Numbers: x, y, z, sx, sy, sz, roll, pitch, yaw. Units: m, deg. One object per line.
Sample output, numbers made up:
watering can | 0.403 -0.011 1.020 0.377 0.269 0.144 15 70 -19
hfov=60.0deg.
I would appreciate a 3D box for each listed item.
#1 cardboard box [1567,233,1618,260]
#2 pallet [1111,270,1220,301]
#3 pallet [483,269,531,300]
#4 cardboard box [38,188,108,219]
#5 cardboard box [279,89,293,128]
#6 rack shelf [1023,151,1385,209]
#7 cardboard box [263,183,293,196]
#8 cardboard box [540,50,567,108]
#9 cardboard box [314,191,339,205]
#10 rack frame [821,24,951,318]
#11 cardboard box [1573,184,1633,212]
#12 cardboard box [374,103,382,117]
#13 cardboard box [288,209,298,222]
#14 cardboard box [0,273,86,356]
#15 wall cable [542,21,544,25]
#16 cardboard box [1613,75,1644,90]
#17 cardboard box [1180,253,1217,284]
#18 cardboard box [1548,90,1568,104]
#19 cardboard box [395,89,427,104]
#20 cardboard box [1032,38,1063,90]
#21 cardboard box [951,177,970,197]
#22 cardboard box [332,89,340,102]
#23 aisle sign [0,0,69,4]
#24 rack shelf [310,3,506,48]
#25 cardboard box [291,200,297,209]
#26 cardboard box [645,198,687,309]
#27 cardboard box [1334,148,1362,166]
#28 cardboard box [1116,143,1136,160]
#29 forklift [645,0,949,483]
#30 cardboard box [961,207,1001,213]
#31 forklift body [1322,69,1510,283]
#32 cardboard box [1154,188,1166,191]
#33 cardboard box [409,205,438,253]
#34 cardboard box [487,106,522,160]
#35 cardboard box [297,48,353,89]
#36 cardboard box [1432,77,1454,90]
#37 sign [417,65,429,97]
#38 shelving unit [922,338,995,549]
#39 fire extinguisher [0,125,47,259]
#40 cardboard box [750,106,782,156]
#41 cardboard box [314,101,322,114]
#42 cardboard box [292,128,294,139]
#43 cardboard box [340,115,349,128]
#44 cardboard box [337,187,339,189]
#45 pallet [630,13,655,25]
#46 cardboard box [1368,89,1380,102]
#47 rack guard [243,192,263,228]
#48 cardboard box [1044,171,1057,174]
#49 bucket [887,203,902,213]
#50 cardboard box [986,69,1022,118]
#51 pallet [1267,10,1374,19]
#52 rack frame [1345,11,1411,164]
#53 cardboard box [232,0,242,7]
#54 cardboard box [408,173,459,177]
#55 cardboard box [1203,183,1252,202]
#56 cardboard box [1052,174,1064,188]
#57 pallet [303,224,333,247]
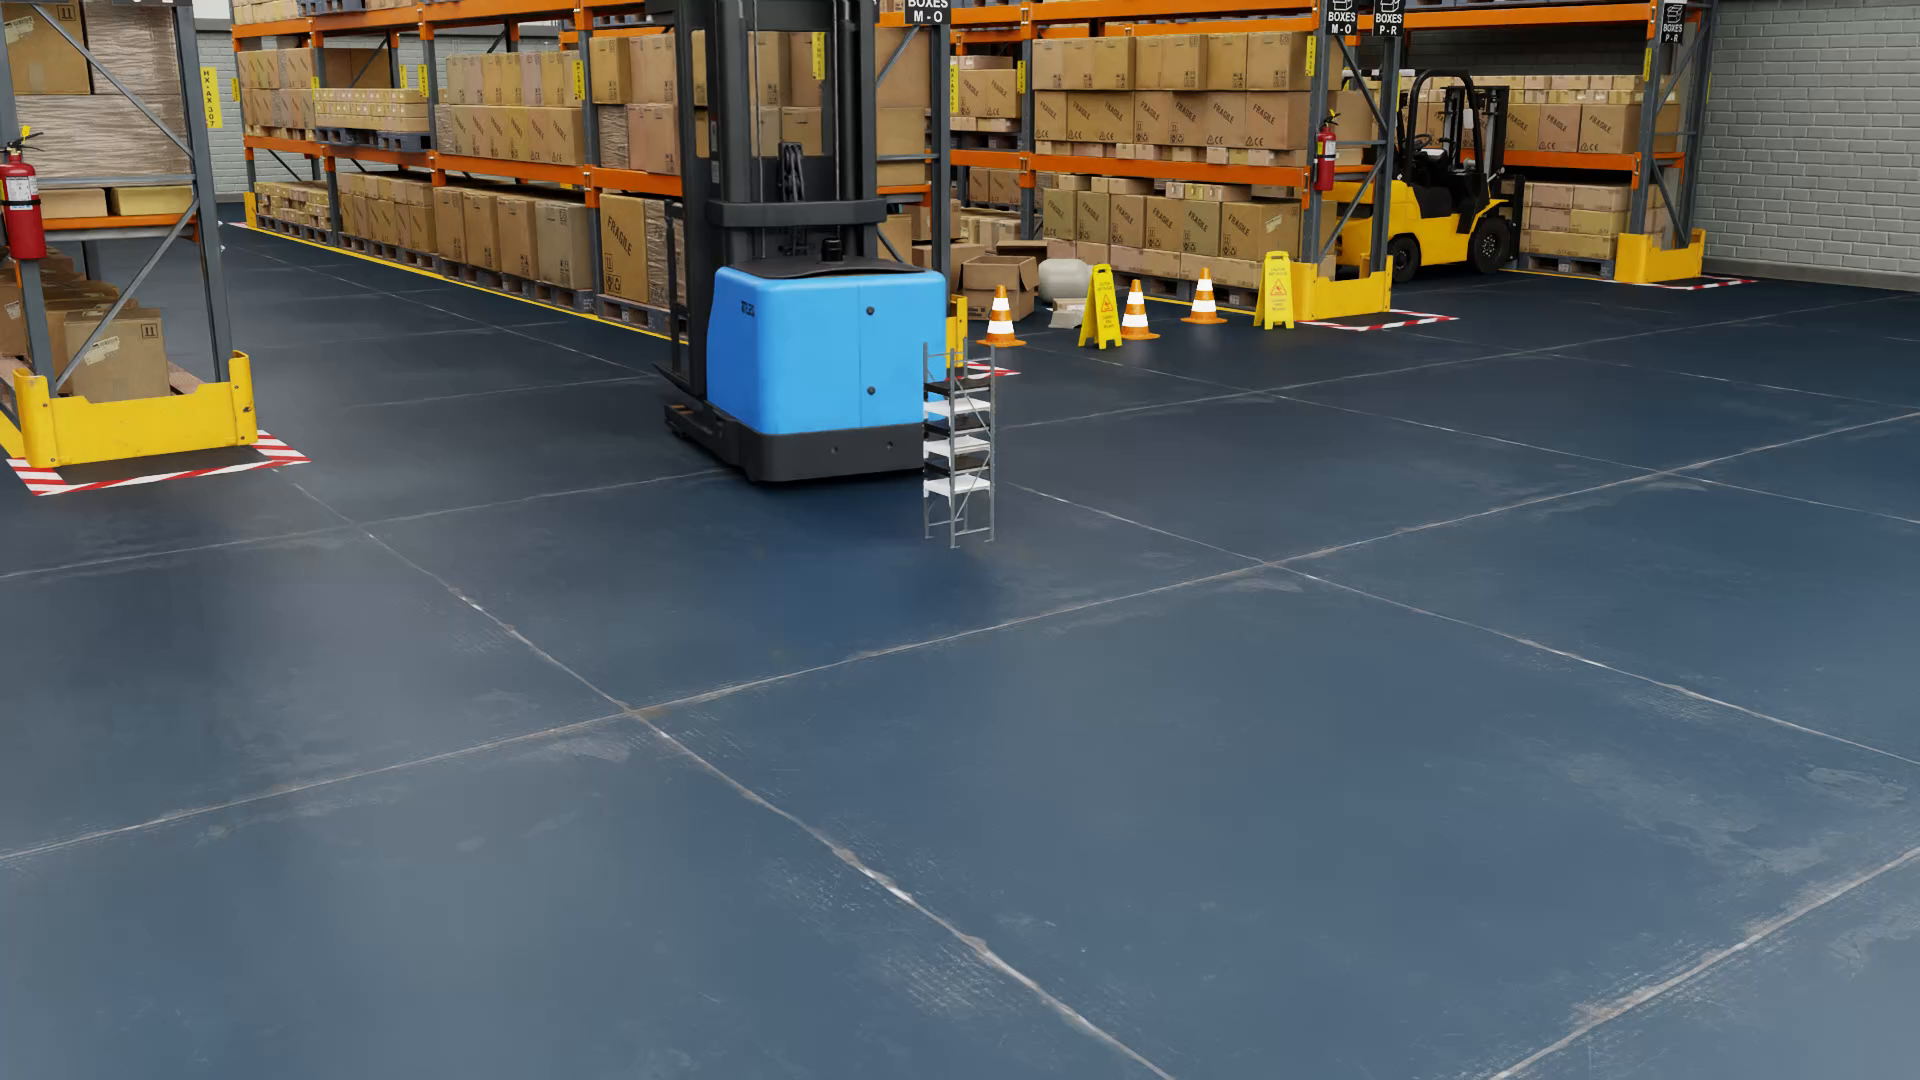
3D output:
cardboard box | 6.919 -3.176 17.910 0.500 0.250 0.500 -11 19 -34
pallet | 2.231 -2.587 16.630 1.003 0.211 1.213 -11 19 -35
pallet | -4.095 -2.610 16.712 1.003 0.211 1.213 -11 19 -35
cardboard box | -4.913 -1.846 9.116 0.380 0.149 0.250 -11 19 -35
cardboard box | -8.671 -5.718 22.033 0.500 0.500 0.500 -11 19 -35
rack shelf | 2.262 -3.557 16.253 1.077 0.370 4.000 -11 19 -35
cardboard box | -9.577 -4.940 23.419 0.380 0.149 0.250 -11 19 -35
cardboard box | -3.460 -4.286 15.471 0.700 0.500 0.500 -11 19 -35
cardboard box | -8.165 -4.448 21.623 0.380 0.149 0.250 -11 19 -34
rack frame | -0.507 -2.687 11.712 1.000 3.000 0.127 -11 19 -35
cardboard box | 6.927 -3.657 17.773 0.500 0.250 0.500 -10 18 -33
cardboard box | -6.331 -4.821 18.625 0.380 0.149 0.250 -11 19 -34
cardboard box | -8.945 -4.441 22.726 0.380 0.149 0.250 -11 19 -35
cardboard box | -6.385 -1.577 11.595 0.500 0.500 0.500 -5 16 -17
wall cable | -8.932 -11.074 30.991 2.355 3.000 0.029 -11 19 -35
cardboard box | 7.069 -4.797 17.437 0.380 0.149 0.250 -11 19 -34
cardboard box | 2.446 -2.596 15.792 0.500 0.250 0.500 -11 19 -34
cardboard box | 6.606 -4.809 18.048 0.380 0.149 0.250 -11 19 -35
cardboard box | -5.870 -4.797 17.975 0.380 0.149 0.250 -12 19 -37
cardboard box | 1.169 -4.877 17.068 0.700 0.500 0.500 -11 19 -35
cardboard box | 0.197 -5.894 27.727 0.500 0.311 0.500 -10 18 -33
cardboard box | -7.241 -5.295 19.793 0.380 0.149 0.250 -11 19 -35
aisle sign | -4.785 -3.133 8.416 0.394 0.787 0.004 -11 19 -35
rack shelf | -6.387 -5.922 19.212 1.077 0.370 4.000 -11 19 -35
cardboard box | -8.994 -4.652 22.932 0.380 0.149 0.250 -10 18 -32
cardboard box | -2.013 -2.382 13.826 0.875 0.875 0.875 -11 19 -34
cardboard box | 3.405 -3.460 15.013 0.380 0.149 0.250 -11 19 -34
cardboard box | 1.756 -3.818 16.320 0.380 0.149 0.250 -11 19 -34
forklift | -1.117 -2.050 9.513 1.130 2.935 3.031 -7 17 -23
cardboard box | -0.060 -3.679 19.518 0.950 0.372 0.625 -10 18 -33
forklift body | 4.860 -3.961 17.972 2.313 2.155 1.214 -11 19 -35
cardboard box | 1.951 -3.376 17.222 0.500 0.500 0.500 -10 18 -34
cardboard box | -5.809 -3.492 18.593 0.500 0.500 0.500 -11 19 -35
cardboard box | -4.277 -3.983 16.258 0.500 0.500 0.500 -11 19 -35
cardboard box | -8.058 -5.982 21.103 0.500 0.500 0.500 -12 19 -36
cardboard box | 5.673 -5.276 19.188 0.380 0.149 0.250 -11 19 -35
sign | -5.644 -4.829 17.496 0.100 0.325 0.005 -11 19 -35
shelving unit | -0.005 -0.436 7.464 0.258 0.900 0.210 -11 19 -35
fire extinguisher | -4.884 -1.805 8.637 0.296 0.674 0.183 -11 19 -35
cardboard box | -1.103 -2.946 12.372 0.875 0.550 0.550 -11 19 -35
cardboard box | -7.703 -5.319 20.444 0.380 0.149 0.250 -11 18 -34
cardboard box | -8.690 -5.432 22.218 0.380 0.149 0.250 -11 19 -35
cardboard box | -7.095 -4.955 19.678 0.380 0.149 0.250 -12 19 -37
cardboard box | -8.383 -4.749 22.721 0.380 0.149 0.250 -12 19 -37
pallet | -4.091 -7.620 24.220 1.003 0.211 1.213 -11 19 -35
cardboard box | 5.073 -5.355 20.040 0.380 0.149 0.250 -11 19 -35
rack guard | -9.870 -4.882 24.465 1.175 0.500 0.348 -11 19 -35
cardboard box | 1.494 -5.620 25.138 0.380 0.149 0.250 -12 19 -37
bucket | -0.914 -3.024 16.265 0.726 0.611 0.620 -4 6 -15
cardboard box | 0.628 -4.788 17.841 0.500 0.500 0.500 -11 19 -36
pallet | 4.569 -6.643 20.846 0.805 0.209 1.217 -12 19 -37
rack frame | 5.098 -5.102 20.536 1.000 3.000 0.127 -11 19 -35
cardboard box | -9.861 -7.583 23.255 0.500 0.250 0.500 -11 18 -34
cardboard box | -6.307 -4.266 19.999 0.500 0.250 0.500 -12 19 -37
cardboard box | 2.485 -3.226 15.446 0.380 0.149 0.250 -10 18 -33
cardboard box | 1.728 -5.230 24.943 0.500 0.500 0.500 -10 18 -32
pallet | -7.986 -4.042 21.946 1.003 0.211 1.213 -11 19 -35
